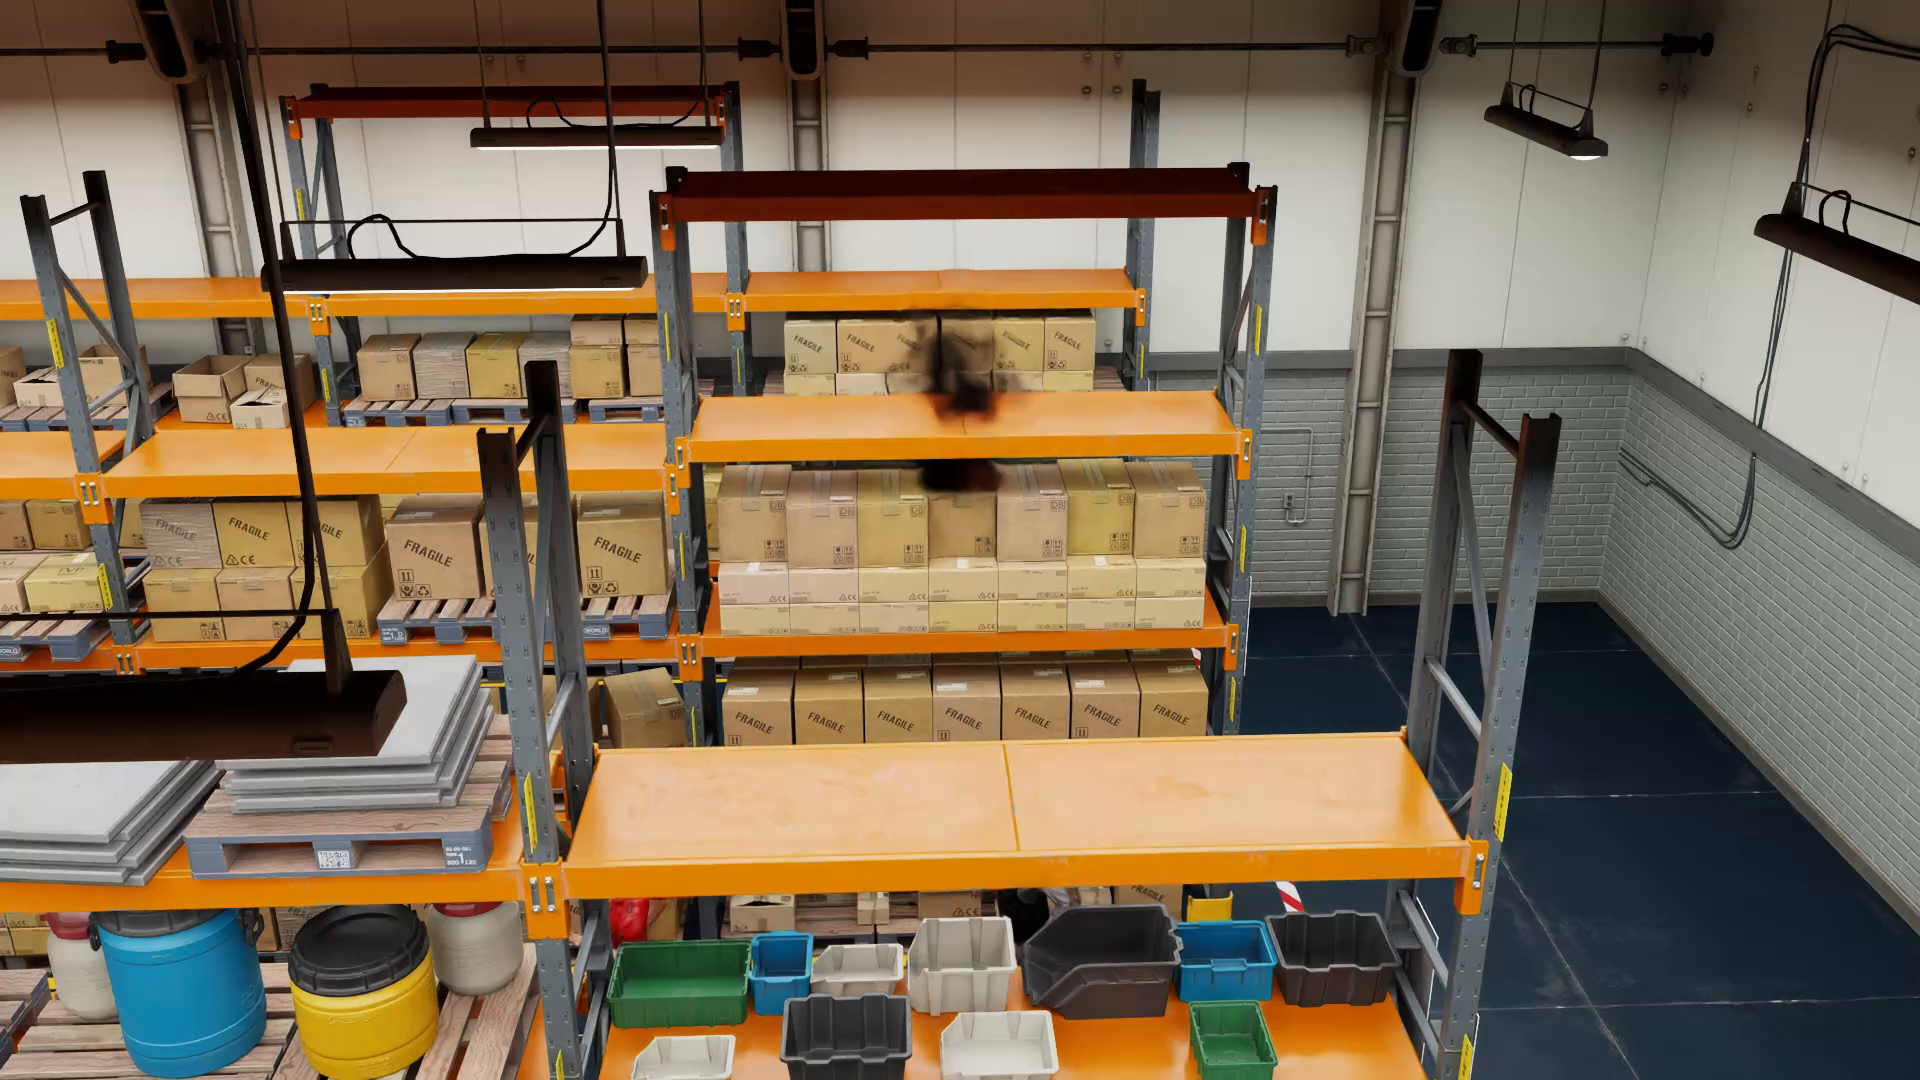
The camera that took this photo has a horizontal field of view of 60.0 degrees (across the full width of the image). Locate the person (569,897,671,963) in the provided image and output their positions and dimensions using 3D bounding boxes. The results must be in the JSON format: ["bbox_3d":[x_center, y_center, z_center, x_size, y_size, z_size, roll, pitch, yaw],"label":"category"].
[{"bbox_3d":[-2.194,2.908,11.074,0.734,1.848,0.632,-5,23,-12],"label":"person"}]

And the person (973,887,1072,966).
[{"bbox_3d":[0.447,2.708,11.429,0.906,1.765,0.659,-3,22,-8],"label":"person"}]
